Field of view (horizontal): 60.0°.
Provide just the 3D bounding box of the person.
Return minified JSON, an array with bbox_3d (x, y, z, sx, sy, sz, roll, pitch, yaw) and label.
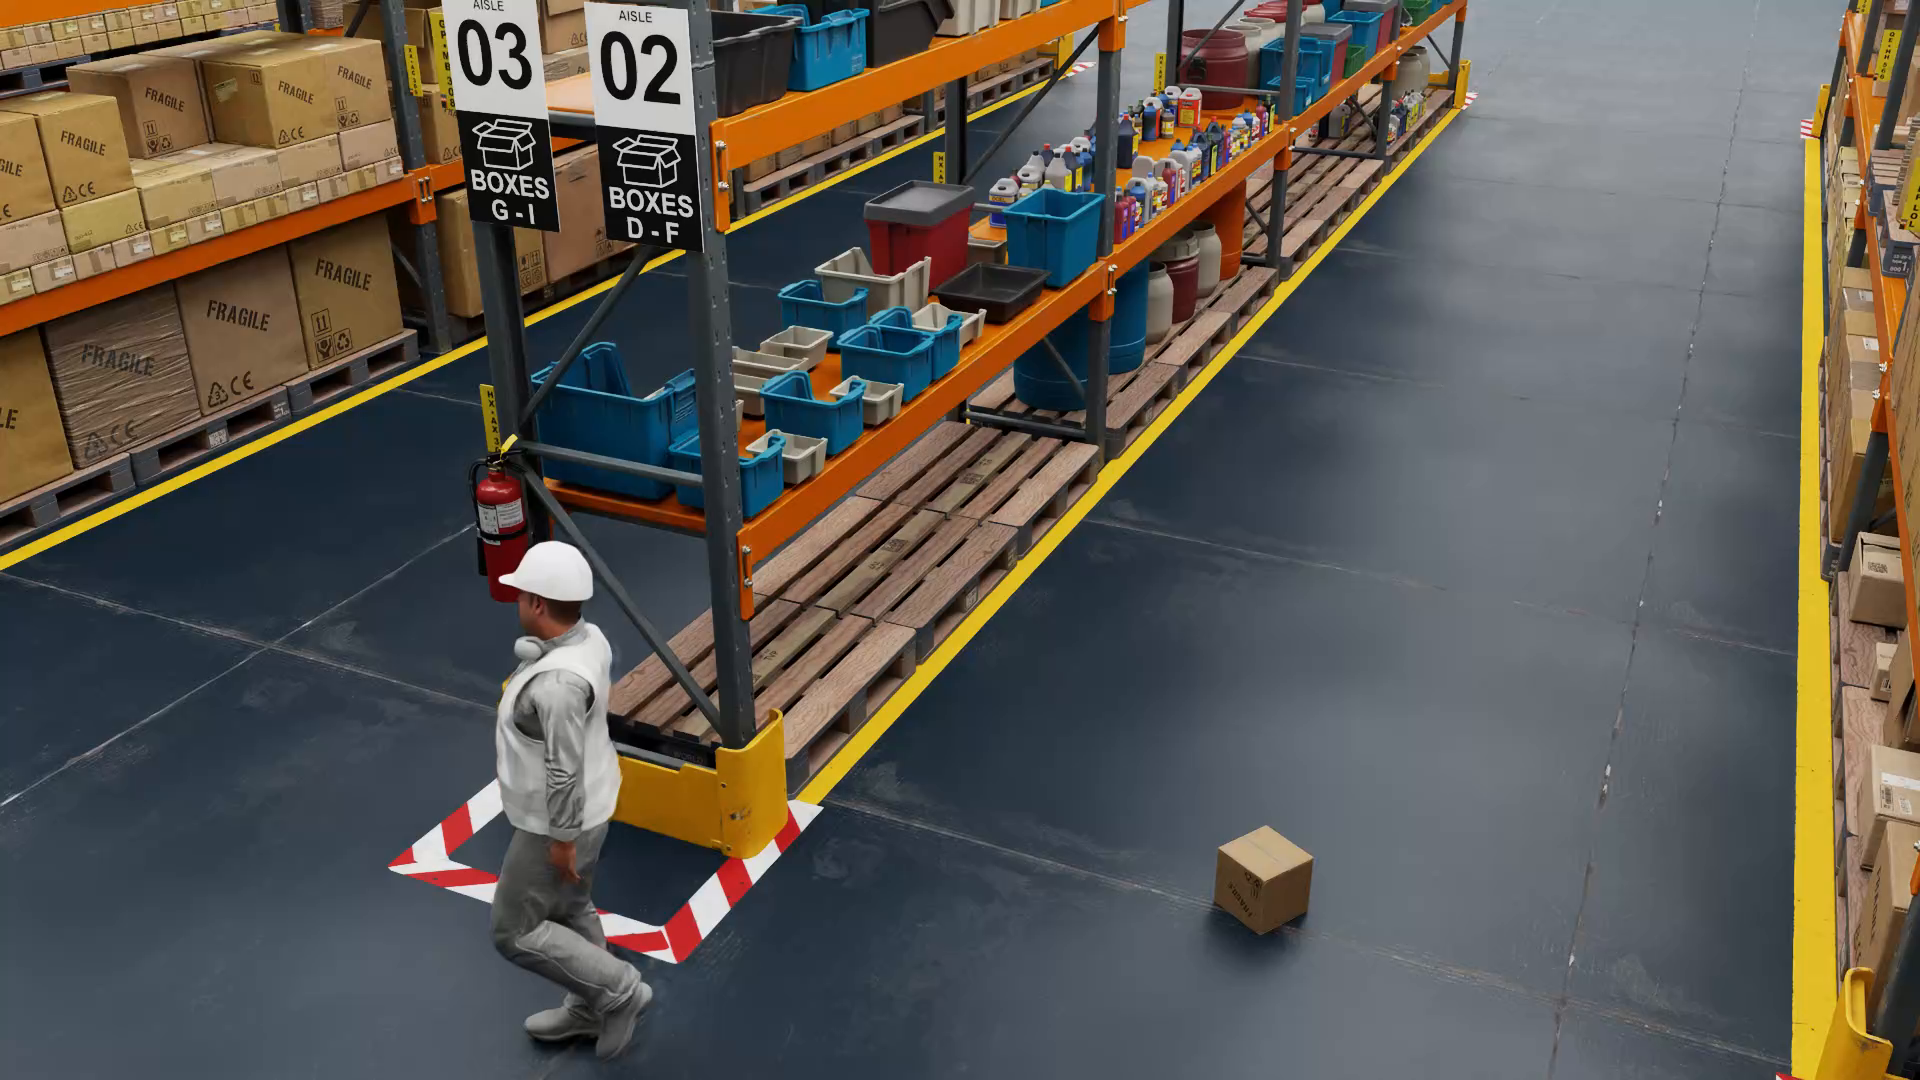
[{"bbox_3d":[-1.257,0.845,5.319,0.492,1.750,0.572,-1,26,-2],"label":"person"}]
